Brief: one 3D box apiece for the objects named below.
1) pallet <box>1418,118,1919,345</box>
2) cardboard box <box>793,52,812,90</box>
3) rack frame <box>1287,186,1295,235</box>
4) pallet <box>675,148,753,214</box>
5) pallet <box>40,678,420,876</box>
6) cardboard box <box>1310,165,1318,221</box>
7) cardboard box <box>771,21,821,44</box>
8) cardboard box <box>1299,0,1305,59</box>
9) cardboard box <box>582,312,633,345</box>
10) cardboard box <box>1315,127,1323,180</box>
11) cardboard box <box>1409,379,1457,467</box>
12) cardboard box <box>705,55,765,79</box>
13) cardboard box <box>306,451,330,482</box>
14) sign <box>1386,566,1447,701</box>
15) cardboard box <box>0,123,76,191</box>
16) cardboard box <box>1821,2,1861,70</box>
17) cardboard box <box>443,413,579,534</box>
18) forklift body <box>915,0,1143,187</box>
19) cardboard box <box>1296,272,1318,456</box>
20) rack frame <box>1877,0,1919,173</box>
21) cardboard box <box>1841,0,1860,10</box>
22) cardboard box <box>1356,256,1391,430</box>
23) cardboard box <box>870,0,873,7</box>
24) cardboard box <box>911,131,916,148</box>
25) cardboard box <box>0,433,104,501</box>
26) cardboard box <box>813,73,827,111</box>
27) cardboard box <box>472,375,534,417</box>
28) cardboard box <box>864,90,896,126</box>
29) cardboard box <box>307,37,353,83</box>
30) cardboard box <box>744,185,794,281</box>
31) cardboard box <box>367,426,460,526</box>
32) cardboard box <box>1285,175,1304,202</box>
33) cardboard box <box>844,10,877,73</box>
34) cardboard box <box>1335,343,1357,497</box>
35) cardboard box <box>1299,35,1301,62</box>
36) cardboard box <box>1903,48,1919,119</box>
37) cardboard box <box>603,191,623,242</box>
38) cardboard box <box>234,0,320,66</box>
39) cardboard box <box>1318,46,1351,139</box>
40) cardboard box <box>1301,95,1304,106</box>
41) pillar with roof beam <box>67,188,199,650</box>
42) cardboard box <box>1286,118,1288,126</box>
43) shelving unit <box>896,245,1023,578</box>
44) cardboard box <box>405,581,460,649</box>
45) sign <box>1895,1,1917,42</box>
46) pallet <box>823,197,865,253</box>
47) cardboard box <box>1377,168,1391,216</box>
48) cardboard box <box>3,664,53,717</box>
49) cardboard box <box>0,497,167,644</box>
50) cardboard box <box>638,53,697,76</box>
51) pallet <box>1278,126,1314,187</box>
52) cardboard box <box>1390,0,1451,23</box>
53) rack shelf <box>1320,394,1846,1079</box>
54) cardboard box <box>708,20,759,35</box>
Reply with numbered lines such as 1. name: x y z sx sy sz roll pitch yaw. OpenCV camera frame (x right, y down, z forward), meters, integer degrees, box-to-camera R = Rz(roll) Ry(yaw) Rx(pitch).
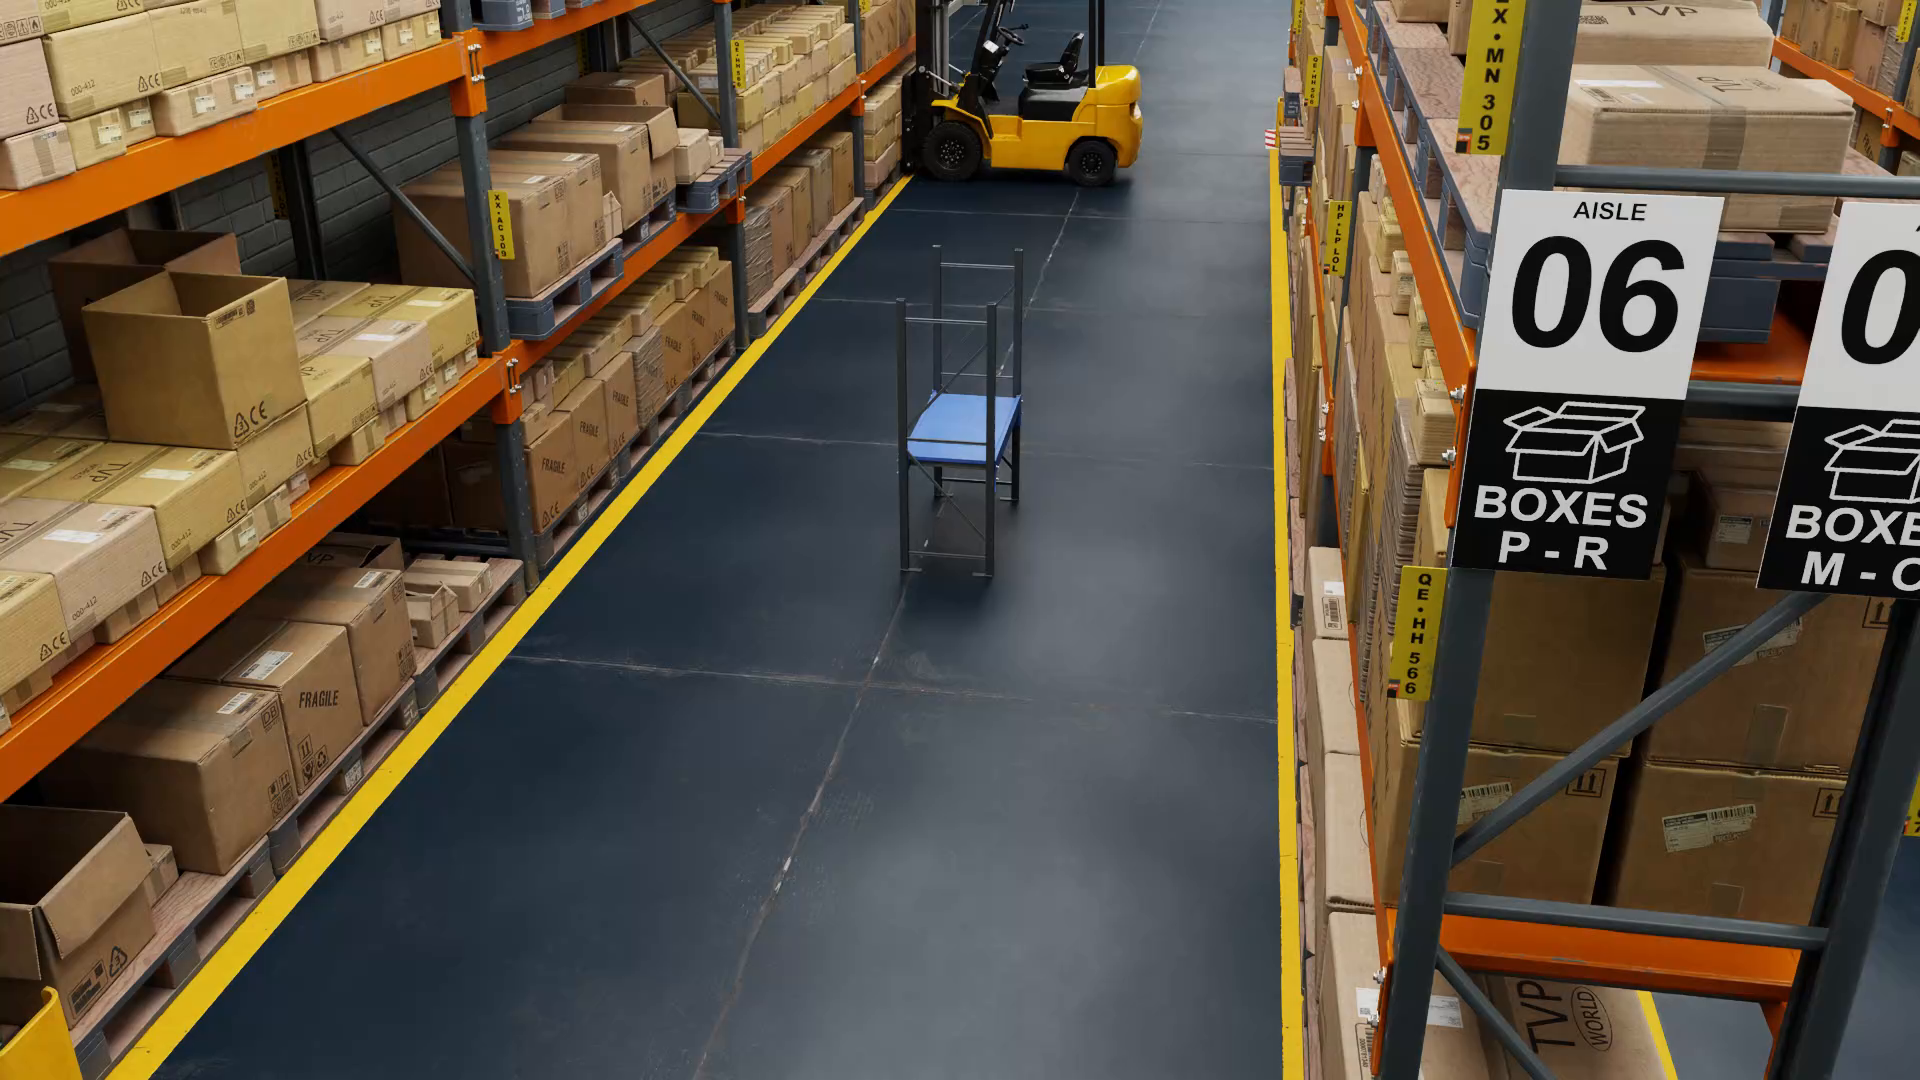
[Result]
1. pallet: 1.642 -0.748 3.876 1.003 0.211 1.213 4 25 9
2. cardboard box: -1.500 -3.776 13.366 0.500 0.250 0.500 4 25 9
3. rack frame: 3.492 -4.137 14.551 1.000 3.000 0.127 4 25 9
4. pallet: -2.100 -2.431 11.133 1.213 0.211 1.003 4 25 9
5. pallet: -3.023 0.928 7.018 1.003 0.211 1.213 4 25 9
6. cardboard box: 2.510 -2.209 10.608 0.500 0.250 0.500 4 25 8
7. cardboard box: -1.375 -4.228 13.862 0.380 0.149 0.250 3 25 7
8. cardboard box: 3.133 -4.331 14.001 0.500 0.500 0.500 5 25 10
9. cardboard box: -2.225 -1.283 10.140 0.380 0.149 0.250 4 25 9
10. cardboard box: 2.512 -2.428 10.486 0.500 0.250 0.500 4 25 8
11. cardboard box: 1.369 -0.296 4.281 0.380 0.149 0.250 4 25 8
12. cardboard box: -1.657 -3.480 12.262 0.380 0.149 0.250 5 25 10
13. cardboard box: -2.791 -0.332 6.716 0.380 0.149 0.250 4 25 9
14. sign: 0.998 0.206 3.625 0.100 0.325 0.005 4 25 9
15. cardboard box: -2.867 -1.137 4.900 0.380 0.149 0.250 5 25 10
16. cardboard box: 8.701 -4.738 15.656 0.875 0.550 0.500 4 25 9
17. cardboard box: -2.412 -0.379 8.974 0.500 0.500 0.500 5 26 11
18. forklift body: 0.738 -4.849 17.072 2.313 2.155 1.214 4 25 9
19. cardboard box: 2.494 -1.036 9.937 0.875 0.875 0.875 4 25 9
20. rack frame: 8.392 -3.837 13.908 1.000 3.000 0.127 4 25 9
21. cardboard box: 8.765 -5.222 15.418 0.875 0.550 0.500 4 25 9
22. cardboard box: 1.685 -0.683 5.873 0.500 0.500 0.500 4 25 10
23. cardboard box: -1.038 -5.153 15.838 0.380 0.149 0.250 4 25 8
24. cardboard box: -0.761 -4.244 17.527 0.500 0.250 0.500 5 26 10
25. cardboard box: -3.382 -0.161 5.881 0.500 0.250 0.500 5 26 10
26. cardboard box: -1.418 -3.767 13.936 0.500 0.250 0.500 4 25 9
27. cardboard box: -2.451 -0.756 8.664 0.380 0.149 0.250 4 25 8
28. cardboard box: -0.923 -4.271 16.405 0.500 0.250 0.500 4 25 9
29. cardboard box: -2.620 -1.891 6.510 0.380 0.149 0.250 4 25 8
30. cardboard box: -1.844 -2.455 13.263 0.875 0.625 0.625 5 26 10
31. cardboard box: -2.924 -0.418 9.057 0.500 0.500 0.500 4 25 8
32. cardboard box: 3.324 -3.348 15.612 0.500 0.250 0.500 5 26 11
33. cardboard box: -1.075 -4.692 15.619 0.500 0.500 0.500 3 25 7
34. cardboard box: 1.764 -0.448 6.552 0.500 0.500 0.500 4 25 9
35. cardboard box: 3.320 -4.520 14.900 0.500 0.500 0.500 3 25 7
36. cardboard box: 8.041 -3.681 13.457 0.500 0.500 0.500 4 25 9
37. cardboard box: -2.107 -1.818 9.258 0.396 0.266 0.258 5 26 11
38. cardboard box: -2.714 -1.908 6.076 0.500 0.250 0.500 5 25 10
39. cardboard box: 2.517 -2.773 10.339 0.500 0.500 0.500 3 25 7
40. cardboard box: 2.850 -3.461 12.907 0.380 0.149 0.250 5 26 11
41. pillar with roof beam: 0.532 -3.324 5.736 9.100 9.000 0.400 4 25 9
42. cardboard box: 3.567 -4.338 16.844 0.500 0.500 0.500 5 25 10
43. shelving unit: 0.014 -0.715 9.008 0.538 1.500 1.048 4 25 9
44. cardboard box: -2.572 0.317 7.764 0.396 0.266 0.258 5 26 10
45. sign: 7.845 -4.302 13.789 0.100 0.325 0.005 4 25 9
46. pallet: -1.487 -2.906 15.209 1.003 0.211 1.213 4 25 9
47. cardboard box: 1.851 -1.361 6.557 0.380 0.149 0.250 4 25 9
48. cardboard box: -3.046 0.425 5.100 0.380 0.149 0.250 5 25 10
49. cardboard box: -2.944 0.090 5.345 0.500 0.250 0.500 4 25 9
50. cardboard box: -2.170 -3.517 12.342 0.380 0.149 0.250 4 25 8
51. pallet: 2.850 -2.683 11.670 1.213 0.211 1.003 4 25 9
52. cardboard box: 1.882 -2.199 6.141 0.500 0.500 0.500 4 25 9
53. rack shelf: 1.858 0.371 5.768 1.077 0.370 4.000 4 25 9
54. cardboard box: -1.899 -4.263 13.936 0.380 0.149 0.250 4 25 8
